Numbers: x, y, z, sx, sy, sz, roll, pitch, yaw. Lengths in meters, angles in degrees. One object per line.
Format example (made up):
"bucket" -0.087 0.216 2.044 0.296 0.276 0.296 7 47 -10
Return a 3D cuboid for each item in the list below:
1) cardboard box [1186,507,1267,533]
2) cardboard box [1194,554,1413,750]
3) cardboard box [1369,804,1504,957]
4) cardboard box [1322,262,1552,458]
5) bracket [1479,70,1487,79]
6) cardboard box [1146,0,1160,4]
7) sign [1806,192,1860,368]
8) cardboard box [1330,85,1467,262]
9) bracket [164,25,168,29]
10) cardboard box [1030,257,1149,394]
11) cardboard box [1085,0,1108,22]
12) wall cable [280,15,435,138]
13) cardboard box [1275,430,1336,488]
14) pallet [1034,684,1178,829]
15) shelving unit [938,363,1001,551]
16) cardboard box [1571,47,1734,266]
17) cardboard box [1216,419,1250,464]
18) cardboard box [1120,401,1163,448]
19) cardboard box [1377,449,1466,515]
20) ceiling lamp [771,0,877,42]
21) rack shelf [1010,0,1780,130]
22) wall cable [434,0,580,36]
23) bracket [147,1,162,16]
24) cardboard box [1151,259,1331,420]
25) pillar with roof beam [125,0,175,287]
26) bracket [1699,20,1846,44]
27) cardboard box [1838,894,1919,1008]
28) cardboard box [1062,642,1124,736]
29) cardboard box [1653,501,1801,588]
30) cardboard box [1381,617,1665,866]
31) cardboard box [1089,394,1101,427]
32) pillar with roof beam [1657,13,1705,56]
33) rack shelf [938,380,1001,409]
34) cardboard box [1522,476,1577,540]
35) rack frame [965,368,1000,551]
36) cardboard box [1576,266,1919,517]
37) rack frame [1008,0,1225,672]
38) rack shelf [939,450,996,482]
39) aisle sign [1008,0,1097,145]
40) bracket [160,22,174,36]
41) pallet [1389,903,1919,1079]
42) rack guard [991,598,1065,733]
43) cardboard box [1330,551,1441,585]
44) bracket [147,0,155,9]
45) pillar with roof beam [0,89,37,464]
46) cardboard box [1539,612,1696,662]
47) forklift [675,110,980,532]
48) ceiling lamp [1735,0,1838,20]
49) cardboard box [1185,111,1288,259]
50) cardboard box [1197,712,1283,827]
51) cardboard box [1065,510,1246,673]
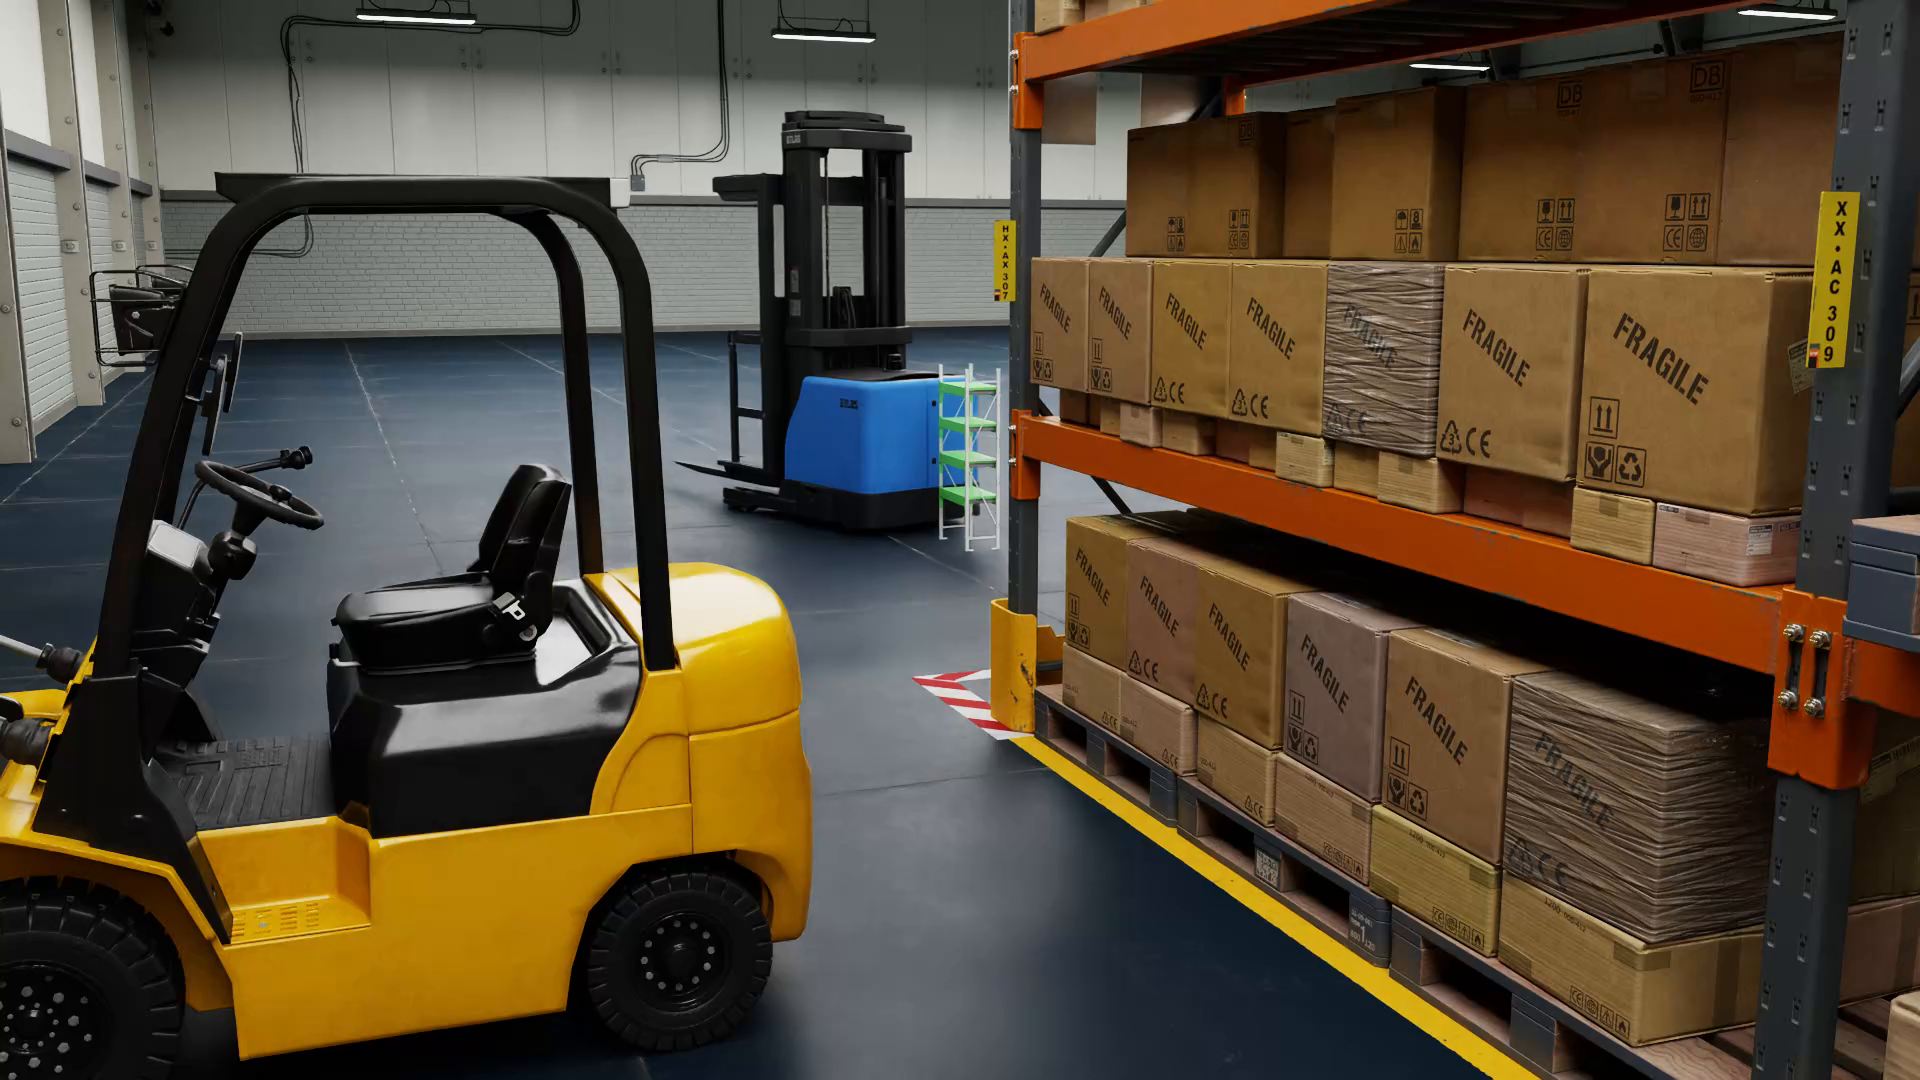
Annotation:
"cardboard box" 1.226 0.143 6.560 0.500 0.500 0.500 -4 11 -21
"cardboard box" 1.104 0.350 5.401 0.500 0.500 0.500 -4 11 -20
"cardboard box" 1.475 0.885 4.529 0.500 0.250 0.500 -4 11 -22
"cardboard box" 1.364 -0.516 4.622 0.500 0.500 0.500 -4 11 -19
"bracket" 13.486 -11.929 42.510 0.235 0.232 0.430 -4 11 -21
"cardboard box" 0.865 -1.906 5.721 0.380 0.149 0.250 -4 11 -21
"sign" 1.639 -0.486 3.117 0.100 0.325 0.005 -4 11 -21
"cardboard box" 1.590 -1.117 5.145 0.700 0.500 0.500 -4 11 -21
"bracket" -15.856 -10.266 33.158 0.076 0.066 3.189 -4 11 -21
"cardboard box" 0.606 -0.849 6.496 0.500 0.500 0.500 -4 11 -22
"cardboard box" 0.689 -1.990 6.194 0.380 0.149 0.250 -4 11 -23
"wall cable" -12.705 -9.807 35.303 3.097 2.526 0.112 -4 11 -21
"cardboard box" 1.178 -0.254 5.002 0.380 0.149 0.250 -4 11 -20
"pallet" 0.981 0.771 6.481 1.003 0.211 1.213 -4 11 -21
"shelving unit" 0.060 -0.564 11.163 0.258 1.200 0.503 -4 11 -21
"cardboard box" 2.020 -0.954 4.229 0.700 0.500 0.500 -4 11 -21
"cardboard box" 1.074 -0.344 5.506 0.380 0.149 0.250 -4 11 -19
"cardboard box" 0.797 -0.423 5.952 0.380 0.149 0.250 -4 11 -20
"cardboard box" 1.370 -0.171 4.533 0.380 0.149 0.250 -4 11 -22
"ceiling lamp" -2.677 -11.126 31.607 2.000 3.185 0.800 -4 11 -21
"rack shelf" 1.417 -1.545 5.029 1.077 0.370 4.000 -4 11 -21
"wall cable" -9.821 -12.243 36.009 3.097 2.526 0.112 -4 11 -21
"bracket" -14.910 -9.840 30.763 0.235 0.232 0.430 -4 11 -21
"cardboard box" 0.982 -0.682 5.555 0.500 0.500 0.500 -4 11 -22
"pillar with roof beam" -11.379 -8.386 32.869 9.100 9.000 0.548 -4 11 -21
"bracket" 16.895 -10.394 33.879 0.076 0.066 4.783 -4 11 -21
"cardboard box" 2.180 0.938 4.236 0.500 0.250 0.500 -4 11 -24
"cardboard box" 0.727 0.547 6.429 0.500 0.250 0.500 -4 11 -21
"cardboard box" 1.741 -0.005 3.602 0.380 0.149 0.250 -4 11 -21
"cardboard box" 1.491 0.520 4.445 0.500 0.500 0.500 -4 11 -20
"cardboard box" 0.728 -0.516 6.474 0.380 0.149 0.250 -4 11 -20
"pillar with roof beam" 12.129 -8.859 35.530 9.100 9.000 0.548 -4 11 -21
"rack shelf" 0.060 -0.973 11.090 0.258 0.148 0.480 -4 11 -21
"cardboard box" 1.623 -0.093 4.096 0.380 0.149 0.250 -4 11 -21
"rack frame" 0.148 -0.524 10.939 0.240 1.200 0.015 -4 11 -21
"cardboard box" 1.749 -0.348 3.678 0.500 0.500 0.500 -4 11 -22
"rack frame" 0.692 -0.749 7.064 1.000 3.000 0.127 -4 11 -21
"rack shelf" 0.060 -0.501 11.174 0.258 0.148 0.480 -4 11 -21
"aisle sign" 0.381 -2.019 6.783 0.394 0.787 0.004 -4 11 -21
"bracket" -16.070 -10.362 33.700 0.235 0.232 0.430 -4 11 -21
"pallet" 1.866 1.170 4.242 1.003 0.211 1.213 -4 11 -21
"rack guard" 0.720 0.494 7.213 1.175 0.500 0.348 -4 11 -21
"cardboard box" 1.594 0.311 5.617 0.500 0.500 0.500 -4 11 -22
"bracket" -13.977 -9.419 28.399 0.076 0.066 4.783 -4 11 -21
"pillar with roof beam" -4.856 -5.448 16.352 9.100 9.000 0.400 -4 11 -21
"cardboard box" 1.975 0.482 4.657 0.500 0.500 0.500 -3 11 -19
"forklift" -1.166 -1.705 12.637 1.130 2.935 3.031 -8 13 -38
"ceiling lamp" 14.046 -10.553 28.385 2.000 3.185 0.800 -4 11 -21
"cardboard box" 1.257 -1.284 6.084 0.700 0.500 0.500 -4 11 -20
"cardboard box" 1.114 0.720 5.462 0.500 0.250 0.500 -3 11 -17
"cardboard box" 0.736 0.182 6.342 0.500 0.500 0.500 -4 11 -23
